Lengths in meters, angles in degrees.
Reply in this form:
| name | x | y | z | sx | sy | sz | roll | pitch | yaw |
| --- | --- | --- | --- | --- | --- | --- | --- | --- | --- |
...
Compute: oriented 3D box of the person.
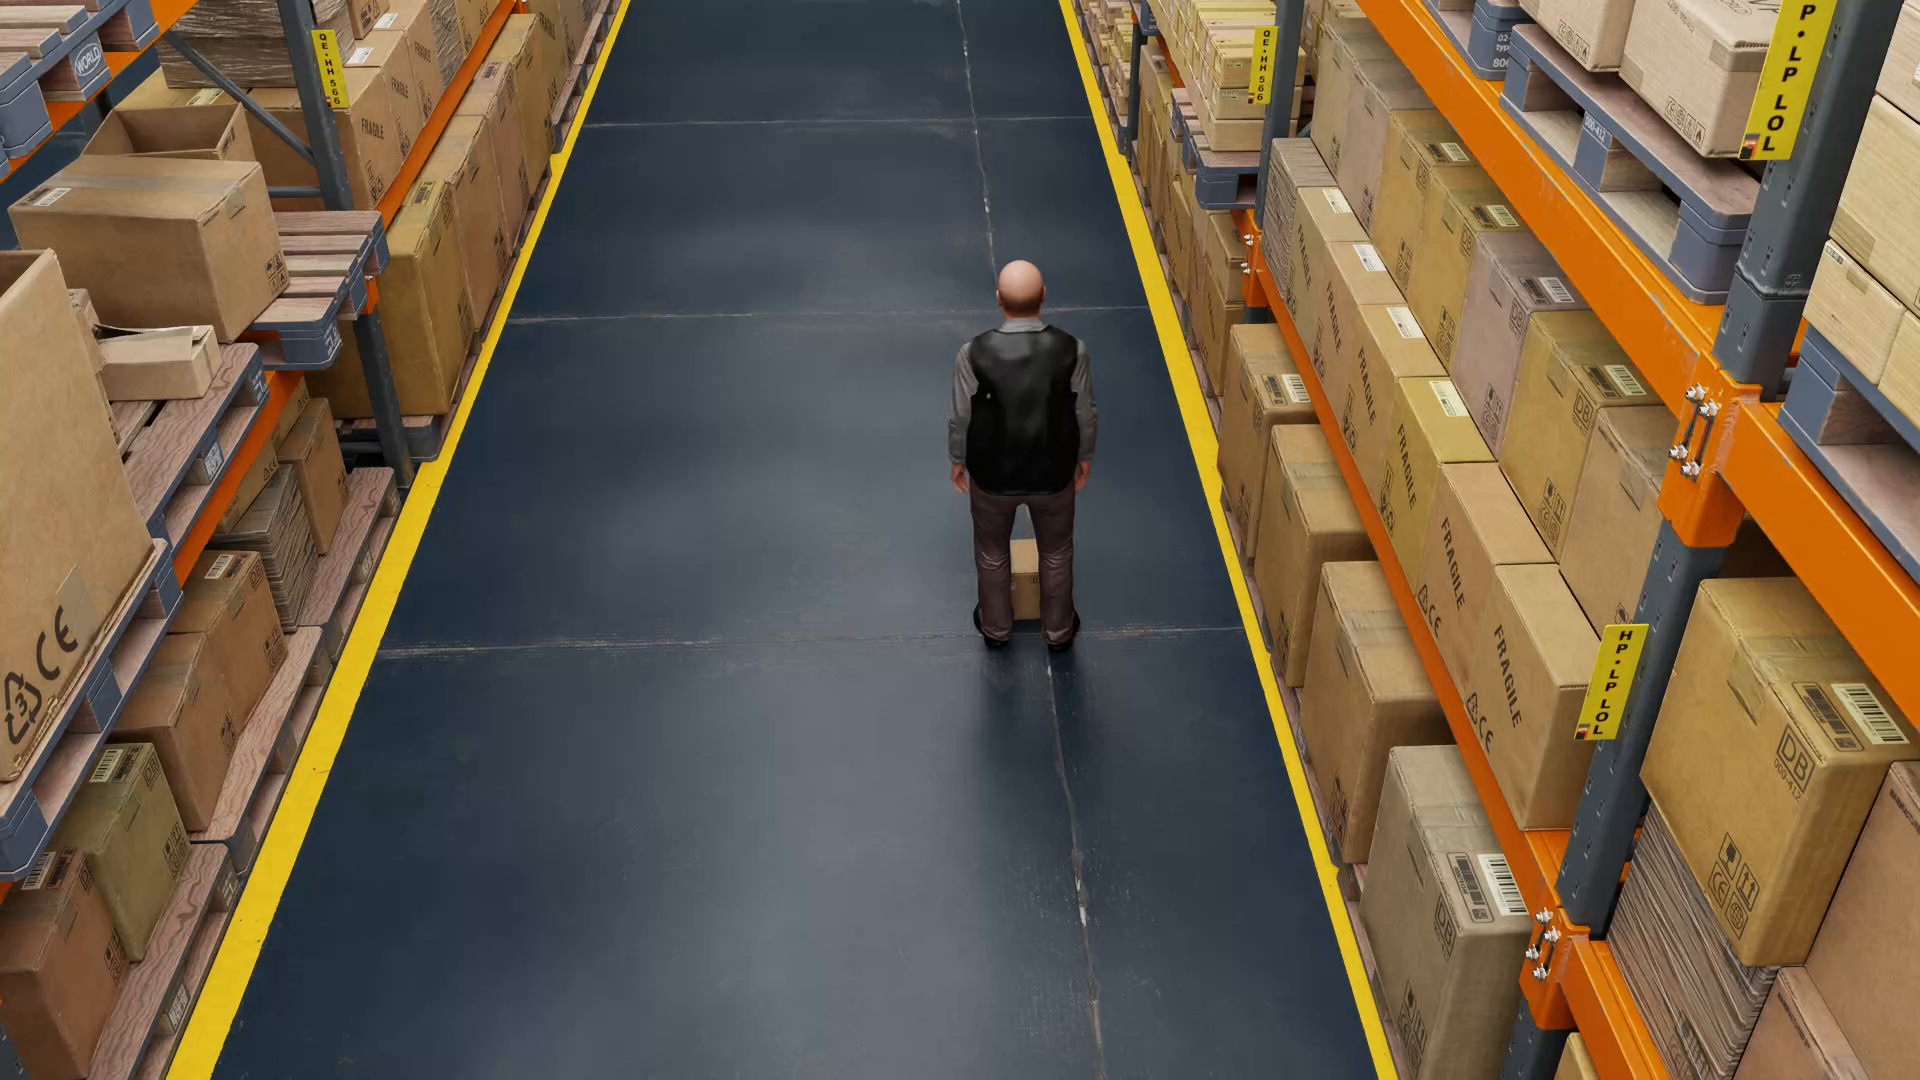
| name | x | y | z | sx | sy | sz | roll | pitch | yaw |
| --- | --- | --- | --- | --- | --- | --- | --- | --- | --- |
| person | 0.243 | -0.283 | 6.569 | 0.580 | 1.721 | 0.460 | -1 | 35 | -2 |
